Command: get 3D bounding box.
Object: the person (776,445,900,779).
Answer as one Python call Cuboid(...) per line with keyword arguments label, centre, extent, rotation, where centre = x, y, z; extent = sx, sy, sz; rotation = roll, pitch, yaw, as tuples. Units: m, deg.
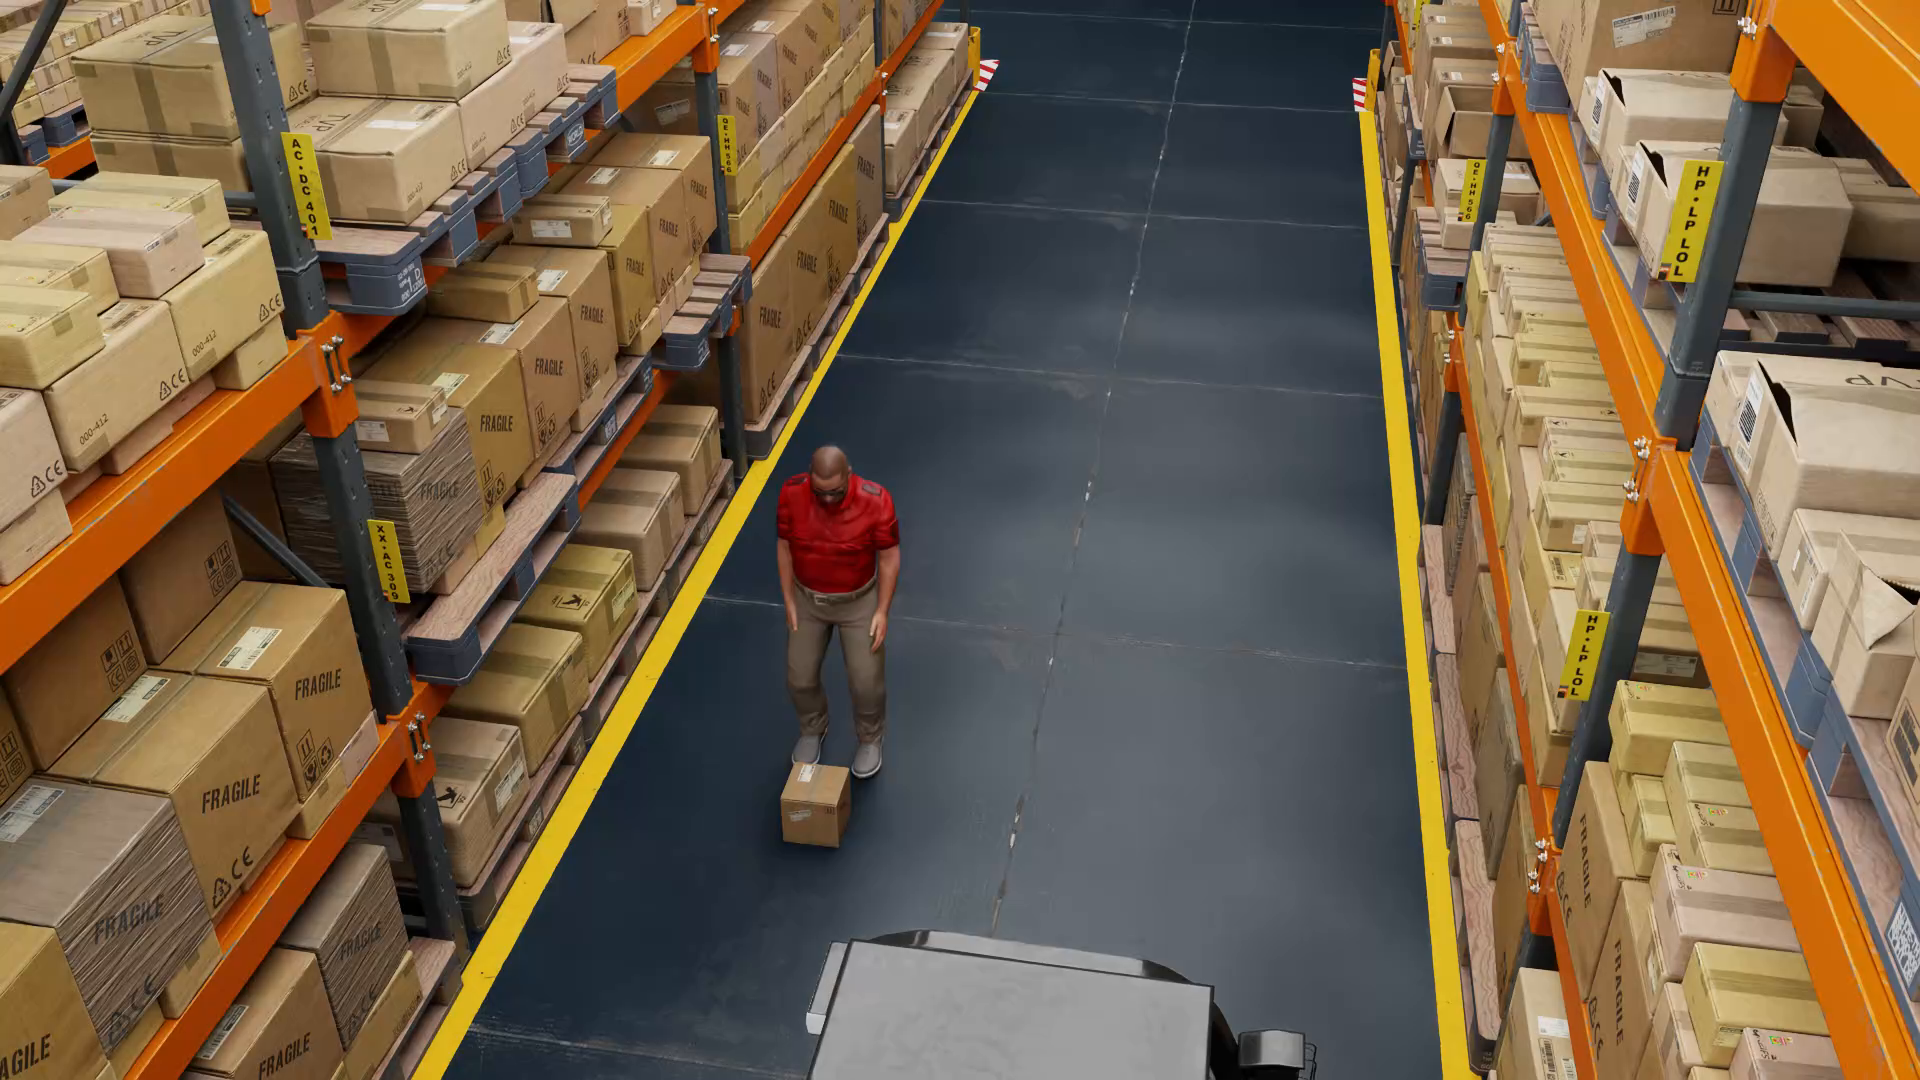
Cuboid(label="person", centre=(-0.530, 0.290, 7.360), extent=(0.554, 1.684, 0.415), rotation=(6, 33, 9))
